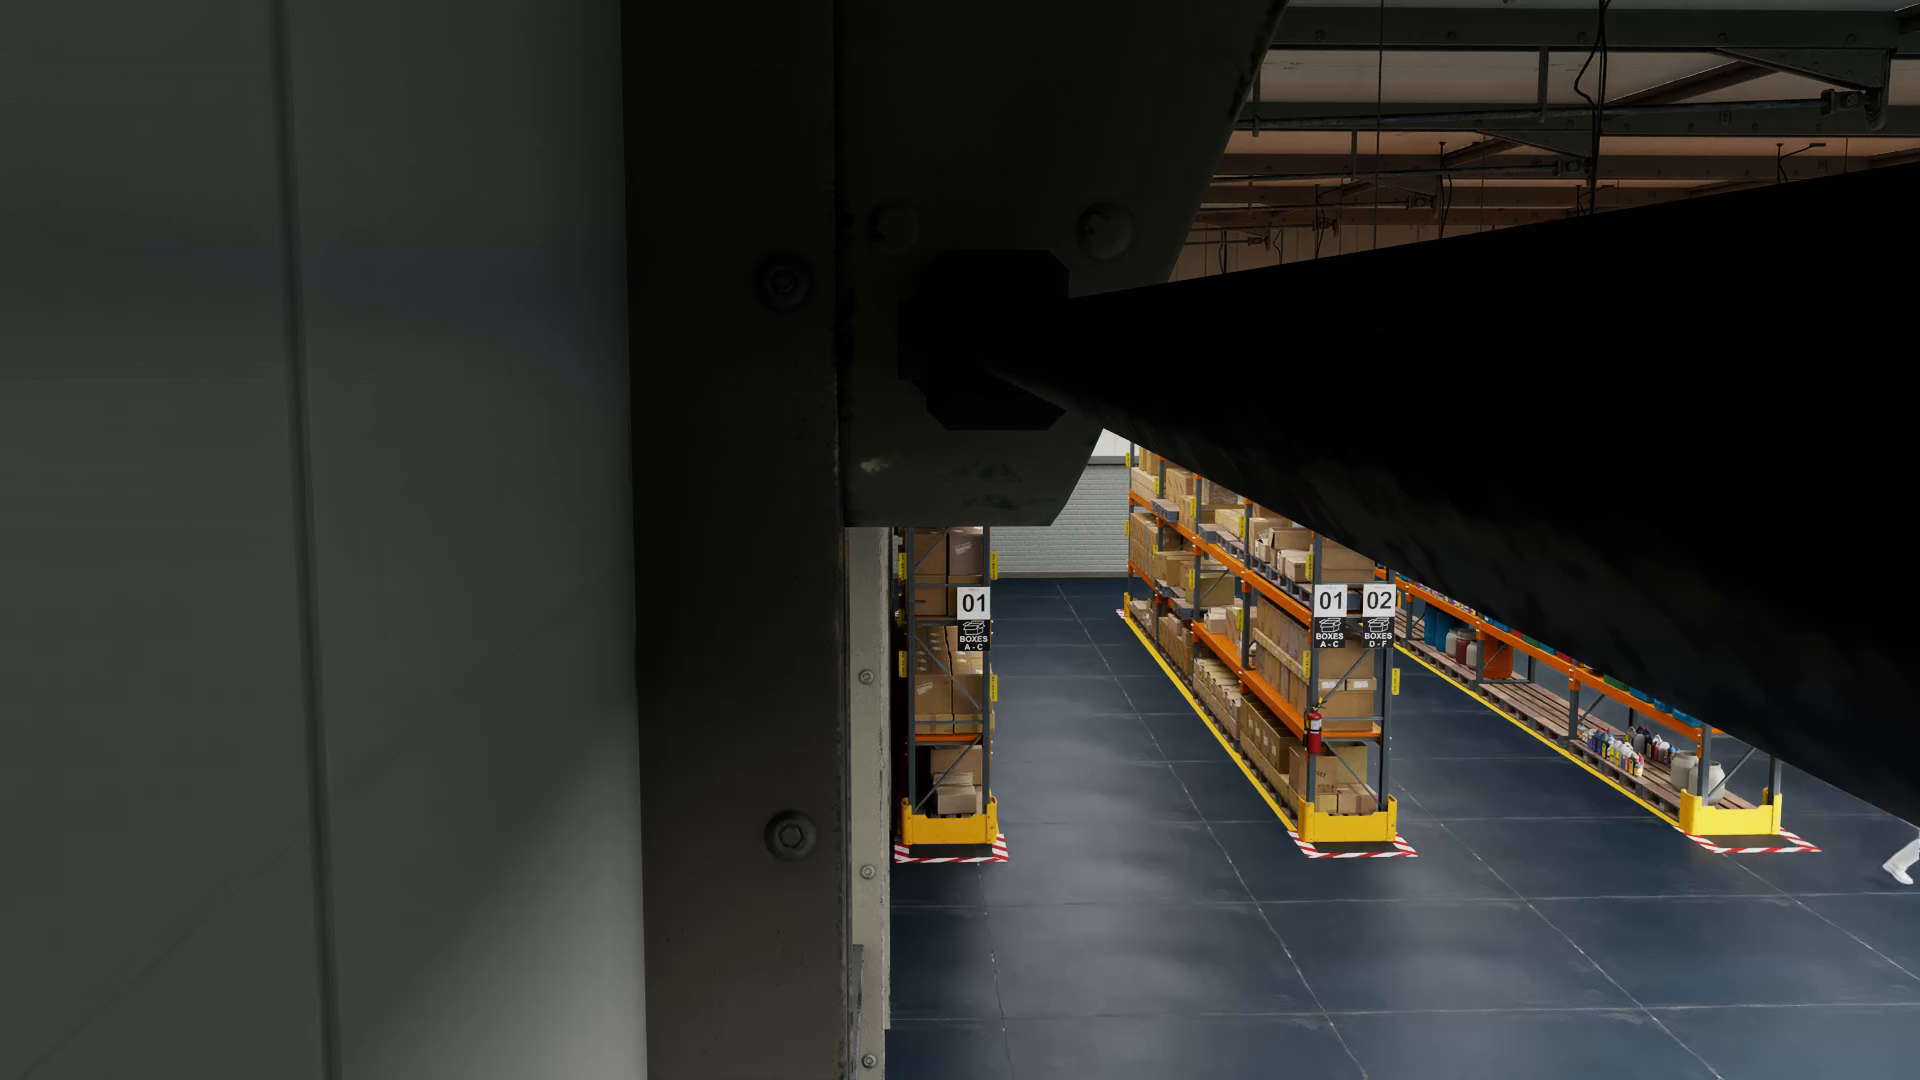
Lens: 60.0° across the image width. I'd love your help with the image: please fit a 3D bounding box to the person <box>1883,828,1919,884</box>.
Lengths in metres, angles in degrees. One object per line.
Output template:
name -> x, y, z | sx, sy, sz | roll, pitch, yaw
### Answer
person -> 11.107, 3.069, 18.916 | 0.935, 1.777, 0.821 | -7, 10, -43
